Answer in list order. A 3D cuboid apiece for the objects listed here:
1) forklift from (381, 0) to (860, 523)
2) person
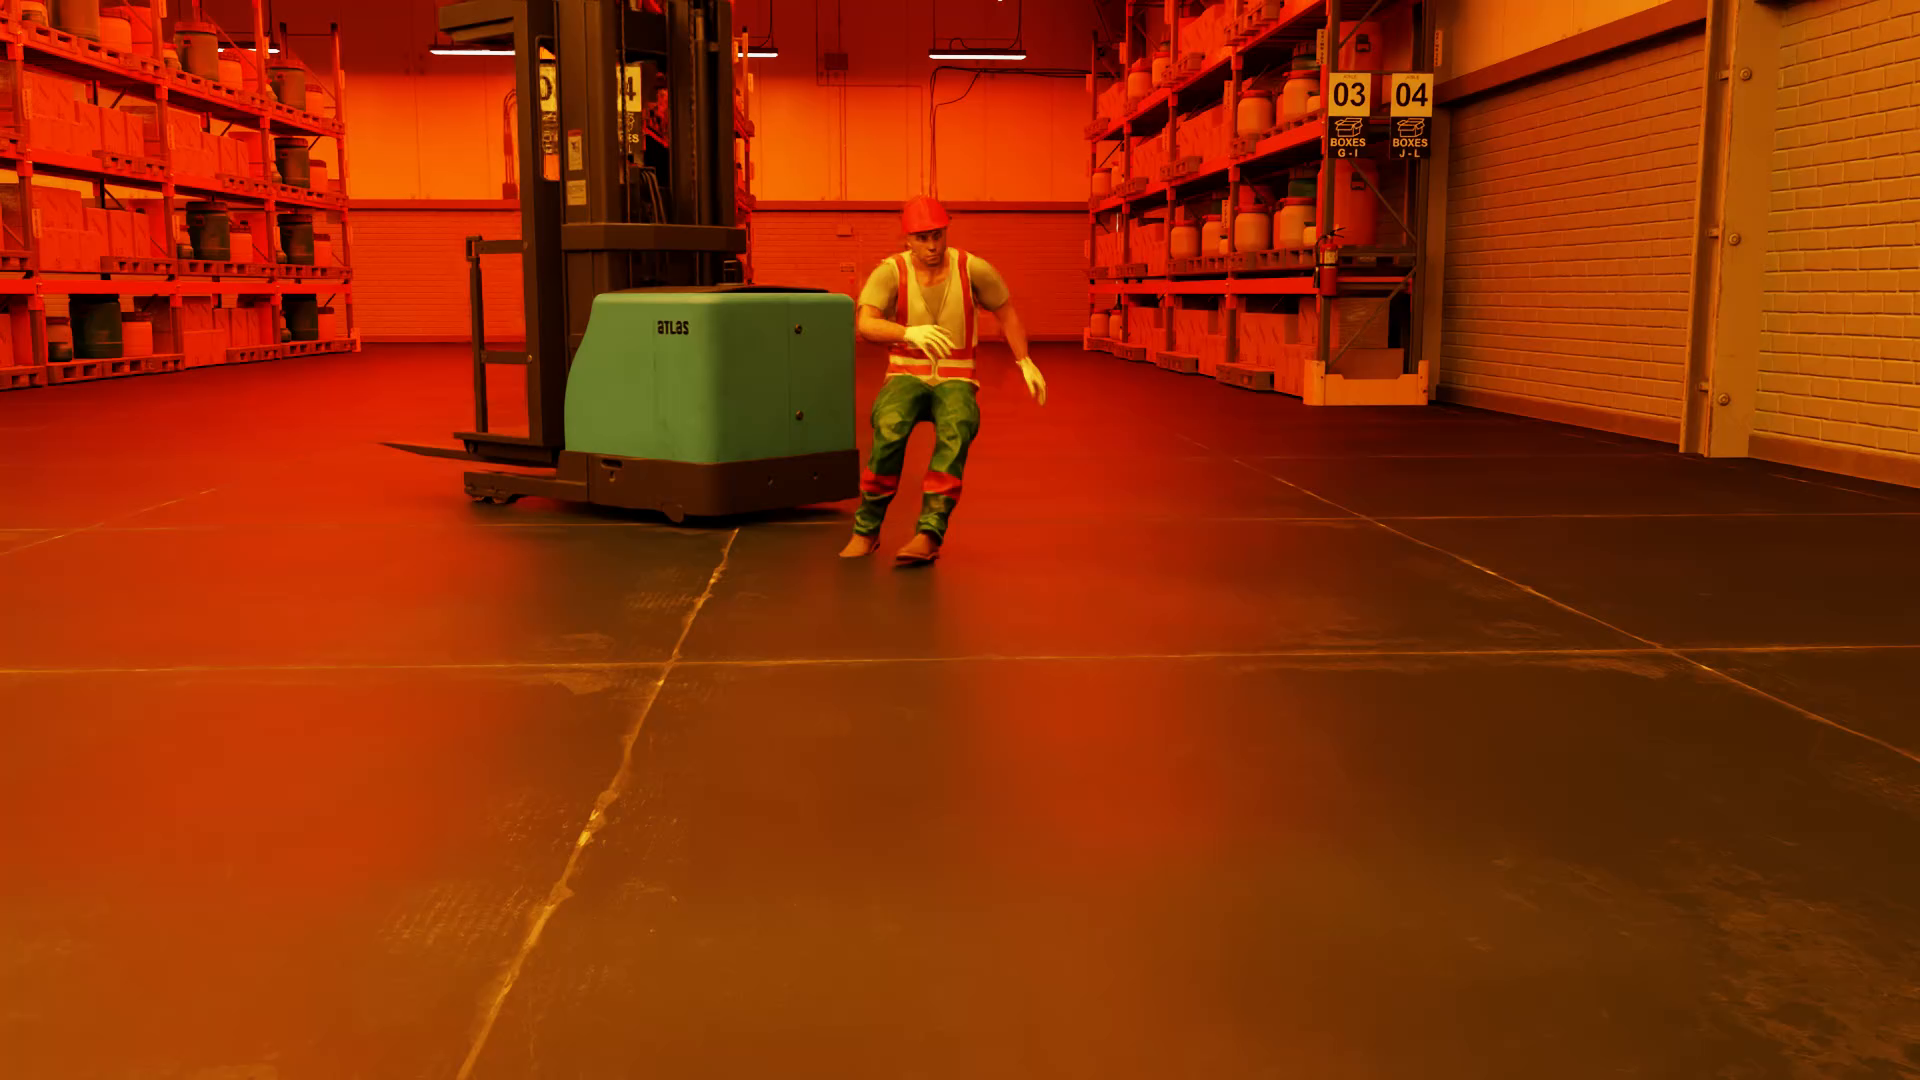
[{"bbox_3d":[-1.953,-1.681,8.654,3.031,2.935,1.130,7,11,39],"label":"forklift"},{"bbox_3d":[-0.052,-0.662,6.918,0.928,1.534,0.947,-1,8,-6],"label":"person"}]
